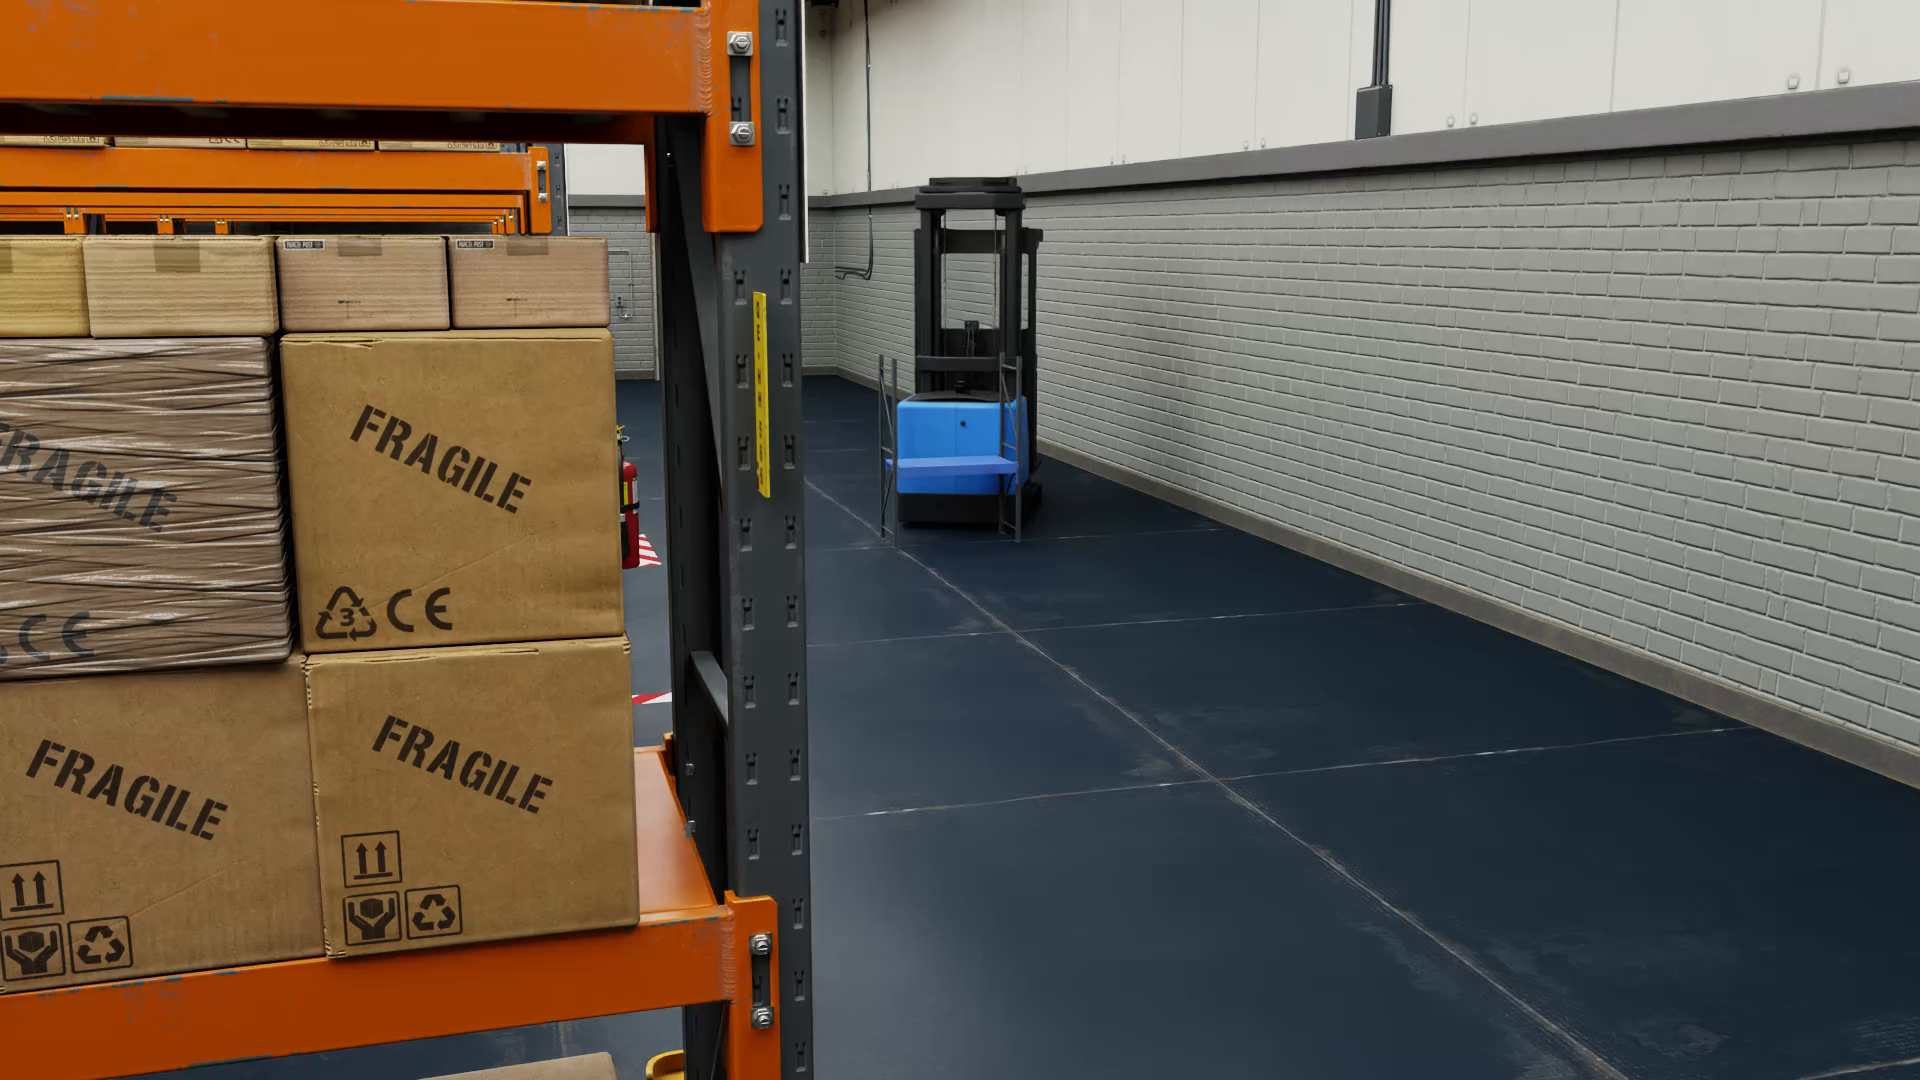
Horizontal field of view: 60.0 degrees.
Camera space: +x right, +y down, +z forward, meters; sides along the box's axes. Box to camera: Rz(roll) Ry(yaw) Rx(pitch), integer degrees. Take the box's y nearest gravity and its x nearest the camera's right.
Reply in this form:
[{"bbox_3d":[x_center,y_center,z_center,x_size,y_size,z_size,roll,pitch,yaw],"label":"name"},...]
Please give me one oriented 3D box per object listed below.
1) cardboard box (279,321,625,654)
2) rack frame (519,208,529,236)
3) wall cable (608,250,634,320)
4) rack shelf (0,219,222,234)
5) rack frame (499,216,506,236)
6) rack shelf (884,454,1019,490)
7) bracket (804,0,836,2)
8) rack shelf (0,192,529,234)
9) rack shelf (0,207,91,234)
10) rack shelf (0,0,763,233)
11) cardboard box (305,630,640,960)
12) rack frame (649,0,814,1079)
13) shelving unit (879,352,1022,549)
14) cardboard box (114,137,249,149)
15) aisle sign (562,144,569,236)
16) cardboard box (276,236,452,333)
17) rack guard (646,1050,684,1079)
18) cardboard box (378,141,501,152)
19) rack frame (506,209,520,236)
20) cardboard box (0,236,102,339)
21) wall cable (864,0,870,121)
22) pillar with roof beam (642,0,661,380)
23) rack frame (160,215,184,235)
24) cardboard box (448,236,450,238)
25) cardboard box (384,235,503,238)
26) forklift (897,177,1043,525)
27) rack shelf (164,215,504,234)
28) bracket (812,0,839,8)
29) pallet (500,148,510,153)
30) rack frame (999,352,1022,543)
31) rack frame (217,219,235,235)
[{"bbox_3d":[-0.855,-0.119,2.869,0.500,0.500,0.500,-3,11,-14],"label":"cardboard box"},{"bbox_3d":[-3.229,-1.366,12.684,0.127,3.000,1.000,-3,11,-16],"label":"rack frame"},{"bbox_3d":[-6.417,-4.679,27.869,1.851,1.984,0.084,-3,11,-16],"label":"wall cable"},{"bbox_3d":[-13.143,-4.767,24.860,4.000,0.370,1.077,-3,11,-16],"label":"rack shelf"},{"bbox_3d":[-5.994,-3.089,22.039,0.127,3.000,1.000,-3,11,-16],"label":"rack frame"},{"bbox_3d":[-0.082,-0.555,13.414,1.000,0.185,0.538,-3,11,-15],"label":"rack shelf"},{"bbox_3d":[-2.826,-9.007,27.674,3.189,0.066,0.076,-3,11,-16],"label":"bracket"},{"bbox_3d":[-5.149,-2.387,11.928,4.000,0.370,1.077,-3,11,-16],"label":"rack shelf"},{"bbox_3d":[-10.374,-3.045,15.505,4.000,0.370,1.077,-3,11,-16],"label":"rack shelf"},{"bbox_3d":[-2.379,-0.664,2.570,4.000,0.370,1.077,-3,11,-16],"label":"rack shelf"},{"bbox_3d":[-0.848,0.378,2.935,0.500,0.500,0.500,-3,11,-16],"label":"cardboard box"},{"bbox_3d":[-0.458,0.357,3.323,0.053,2.616,0.949,-3,11,-16],"label":"rack frame"},{"bbox_3d":[-0.082,-0.732,13.381,1.048,1.500,0.538,-3,11,-15],"label":"shelving unit"},{"bbox_3d":[-3.270,-1.782,7.069,0.500,0.250,0.500,-3,11,-13],"label":"cardboard box"},{"bbox_3d":[-1.786,-1.729,7.474,0.004,0.787,0.394,-3,11,-16],"label":"aisle sign"},{"bbox_3d":[-0.985,-0.434,2.788,0.250,0.149,0.380,-3,11,-15],"label":"cardboard box"},{"bbox_3d":[-0.436,1.584,3.559,0.348,0.500,1.175,-3,11,-16],"label":"rack guard"},{"bbox_3d":[-2.302,-1.832,7.340,0.500,0.250,0.500,-3,11,-17],"label":"cardboard box"},{"bbox_3d":[-4.613,-2.227,17.361,0.127,3.000,1.000,-3,11,-16],"label":"rack frame"},{"bbox_3d":[-1.462,-0.400,2.607,0.250,0.149,0.380,-3,11,-15],"label":"cardboard box"},{"bbox_3d":[-1.096,-7.611,24.659,0.112,2.526,3.097,-3,11,-16],"label":"wall cable"},{"bbox_3d":[-3.828,-6.439,23.667,0.548,9.000,9.100,-3,11,-16],"label":"pillar with roof beam"},{"bbox_3d":[-9.835,-2.886,20.940,0.127,3.000,1.000,-3,11,-16],"label":"rack frame"},{"bbox_3d":[-1.109,-0.508,3.192,0.250,0.149,0.380,-3,11,-15],"label":"cardboard box"},{"bbox_3d":[-2.309,-1.120,7.485,0.500,0.500,0.500,-3,11,-17],"label":"cardboard box"},{"bbox_3d":[0.170,-1.788,15.165,1.130,2.935,3.031,1,11,8],"label":"forklift"},{"bbox_3d":[-7.915,-4.109,21.283,4.000,0.370,1.077,-3,11,-16],"label":"rack shelf"},{"bbox_3d":[-2.259,-9.037,27.836,0.430,0.232,0.235,-3,11,-16],"label":"bracket"},{"bbox_3d":[-3.938,-2.759,12.207,1.213,0.211,1.003,-3,11,-16],"label":"pallet"},{"bbox_3d":[0.407,-0.757,13.516,0.032,1.500,0.500,-3,11,-15],"label":"rack frame"},{"bbox_3d":[-11.223,-3.747,25.616,0.127,3.000,1.000,-3,11,-16],"label":"rack frame"}]
